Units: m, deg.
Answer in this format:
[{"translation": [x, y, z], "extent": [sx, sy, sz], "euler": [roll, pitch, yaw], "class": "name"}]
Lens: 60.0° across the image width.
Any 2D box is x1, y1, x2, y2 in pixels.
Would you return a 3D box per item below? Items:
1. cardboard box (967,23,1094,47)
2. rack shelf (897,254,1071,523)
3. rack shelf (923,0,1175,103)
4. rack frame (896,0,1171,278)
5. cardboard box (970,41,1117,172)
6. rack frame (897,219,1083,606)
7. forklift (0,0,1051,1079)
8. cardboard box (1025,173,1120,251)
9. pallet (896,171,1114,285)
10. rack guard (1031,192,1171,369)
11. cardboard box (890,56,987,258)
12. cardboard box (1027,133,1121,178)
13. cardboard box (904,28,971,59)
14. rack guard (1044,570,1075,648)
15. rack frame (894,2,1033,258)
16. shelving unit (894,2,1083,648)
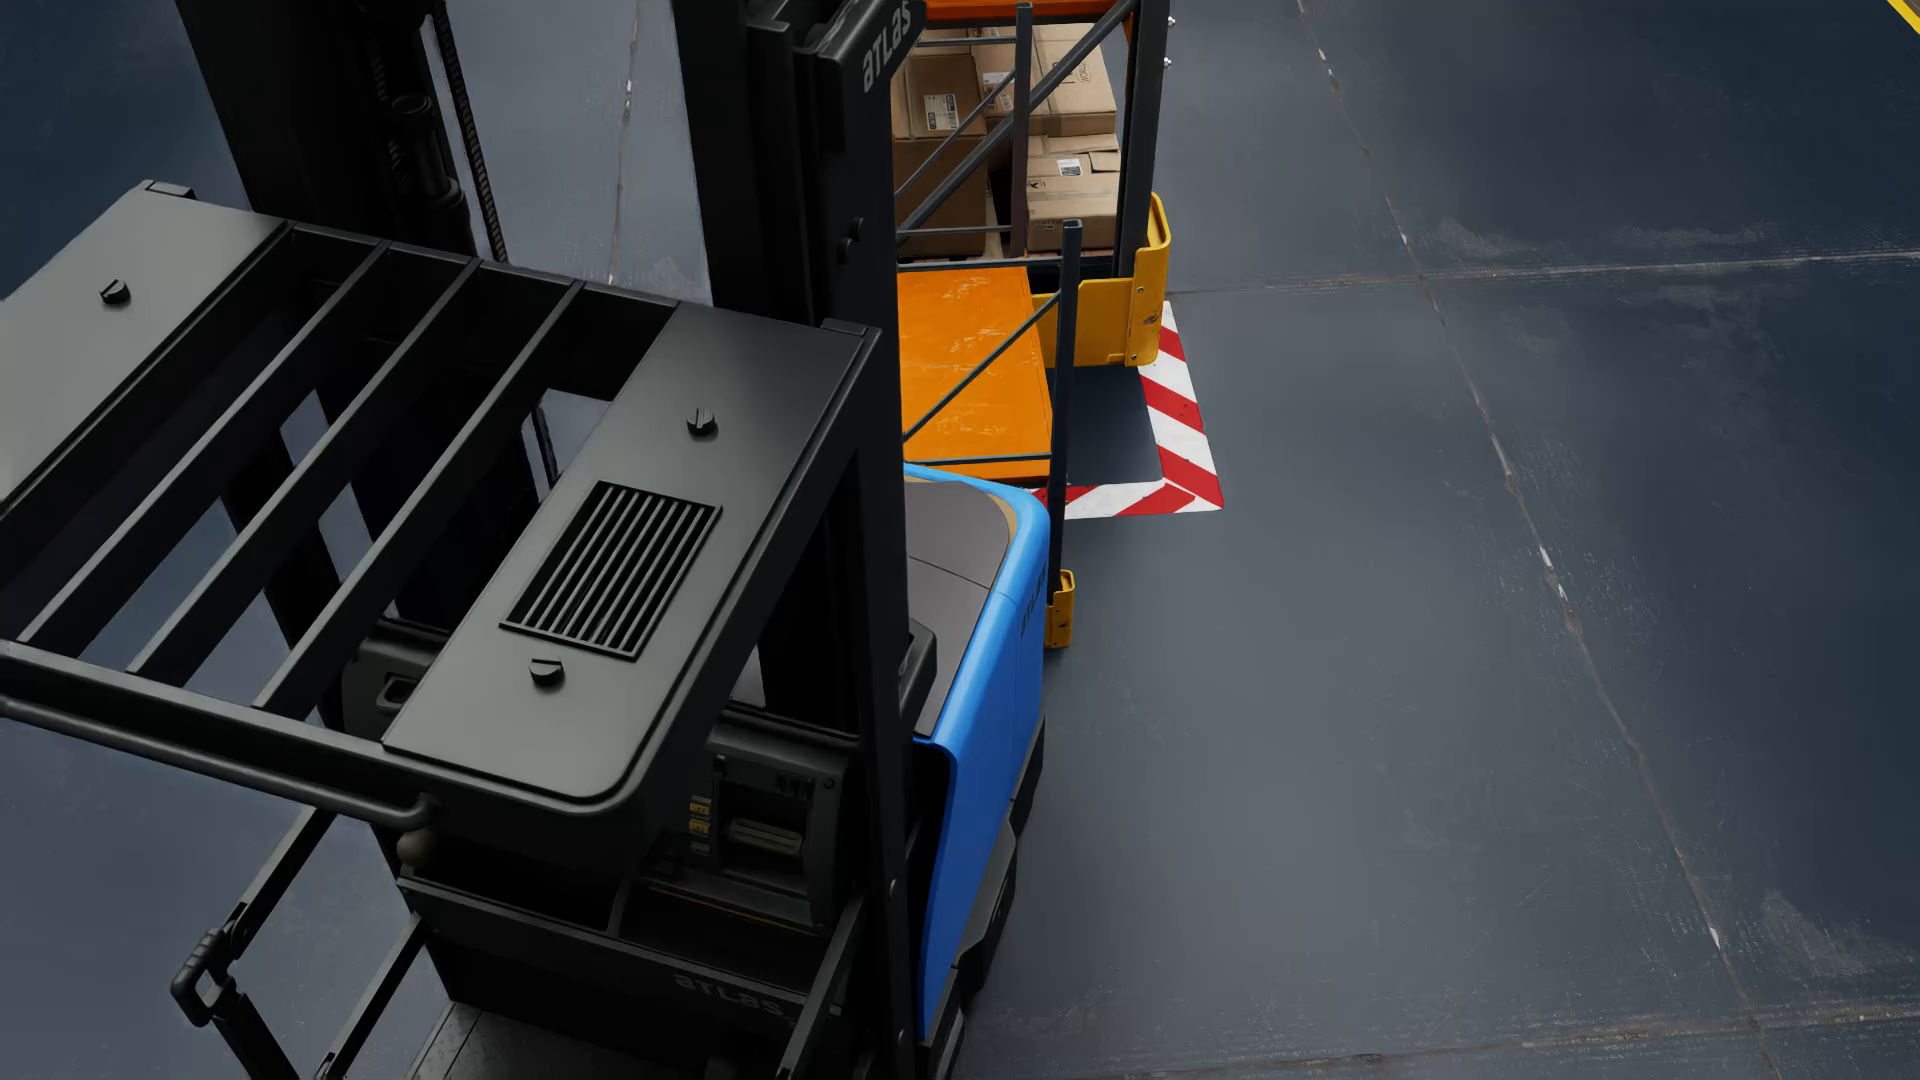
[{"translation": [0.266, -2.020, 6.688], "extent": [0.500, 0.250, 0.500], "euler": [-3, 47, -3], "class": "cardboard box"}, {"translation": [-0.007, -0.454, 4.895], "extent": [0.538, 0.185, 1.000], "euler": [-3, 47, -3], "class": "rack shelf"}, {"translation": [-0.055, -2.880, 6.407], "extent": [1.077, 0.370, 4.000], "euler": [-3, 47, -3], "class": "rack shelf"}, {"translation": [0.113, -1.680, 4.775], "extent": [1.000, 3.000, 0.127], "euler": [-3, 47, -3], "class": "rack frame"}, {"translation": [0.308, -1.658, 6.345], "extent": [0.500, 0.250, 0.500], "euler": [-3, 47, -3], "class": "cardboard box"}, {"translation": [0.035, -0.210, 4.416], "extent": [0.500, 1.500, 0.032], "euler": [-3, 47, -3], "class": "rack frame"}, {"translation": [-0.704, 0.537, 2.723], "extent": [1.130, 2.935, 3.031], "euler": [13, 48, 12], "class": "forklift"}, {"translation": [0.420, -1.175, 5.957], "extent": [0.380, 0.149, 0.250], "euler": [-3, 47, -3], "class": "cardboard box"}, {"translation": [0.039, -1.353, 6.386], "extent": [1.003, 0.211, 1.213], "euler": [-3, 47, -3], "class": "pallet"}, {"translation": [0.106, -0.876, 5.735], "extent": [1.175, 0.500, 0.348], "euler": [-3, 47, -3], "class": "rack guard"}, {"translation": [-0.178, -1.350, 5.882], "extent": [0.500, 0.500, 0.500], "euler": [-3, 47, -3], "class": "cardboard box"}, {"translation": [0.399, -1.362, 6.122], "extent": [0.380, 0.166, 0.250], "euler": [-3, 47, -3], "class": "cardboard box"}, {"translation": [-0.228, -1.954, 6.625], "extent": [0.500, 0.250, 0.500], "euler": [-3, 47, -3], "class": "cardboard box"}, {"translation": [0.035, 0.219, 4.870], "extent": [0.587, 0.250, 0.087], "euler": [-3, 47, -3], "class": "rack guard"}, {"translation": [-0.050, -0.945, 5.112], "extent": [0.500, 1.500, 0.032], "euler": [-3, 47, -3], "class": "rack frame"}, {"translation": [-0.006, -0.571, 4.758], "extent": [0.587, 1.500, 1.083], "euler": [-3, 47, -3], "class": "shelving unit"}]
